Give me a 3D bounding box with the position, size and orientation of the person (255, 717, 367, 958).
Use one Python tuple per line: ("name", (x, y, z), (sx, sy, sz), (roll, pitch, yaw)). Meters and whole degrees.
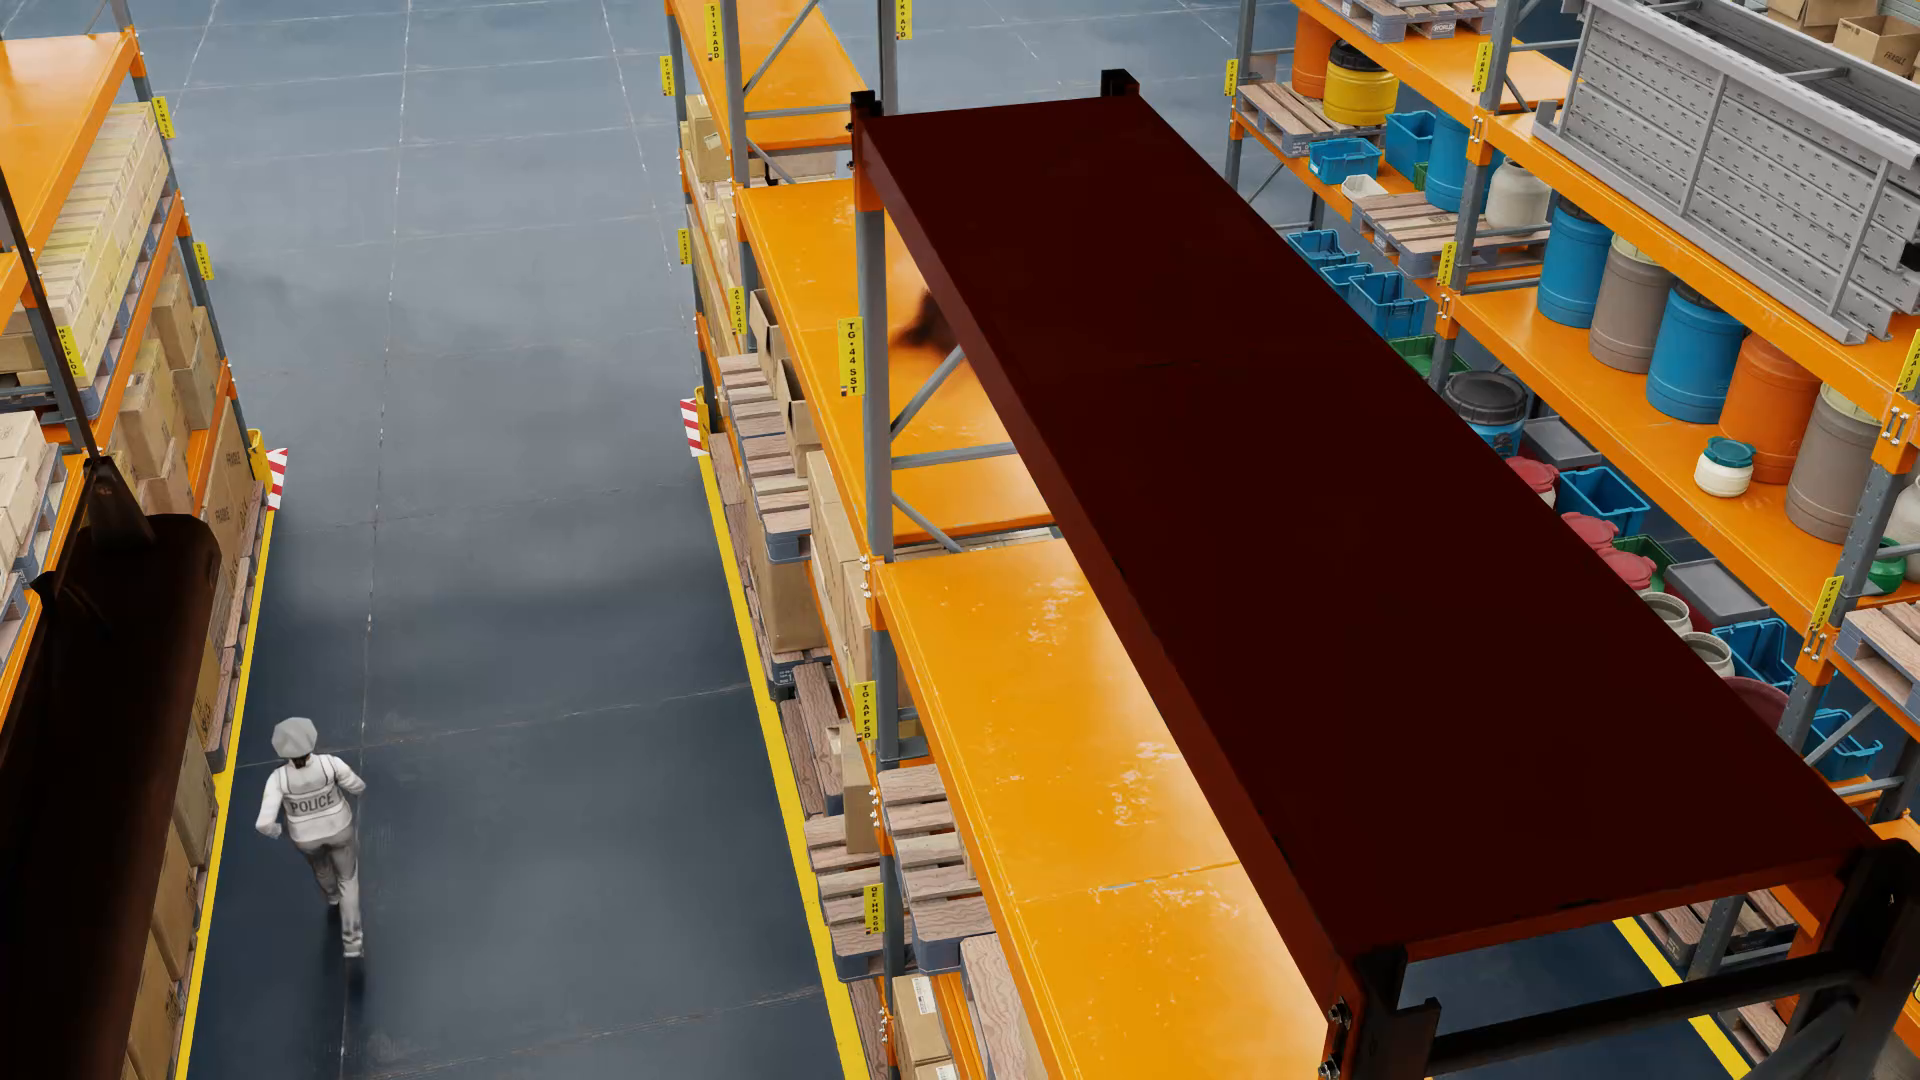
("person", (-3.831, 1.760, 9.991), (0.609, 1.706, 0.933), (-11, 36, -16))
